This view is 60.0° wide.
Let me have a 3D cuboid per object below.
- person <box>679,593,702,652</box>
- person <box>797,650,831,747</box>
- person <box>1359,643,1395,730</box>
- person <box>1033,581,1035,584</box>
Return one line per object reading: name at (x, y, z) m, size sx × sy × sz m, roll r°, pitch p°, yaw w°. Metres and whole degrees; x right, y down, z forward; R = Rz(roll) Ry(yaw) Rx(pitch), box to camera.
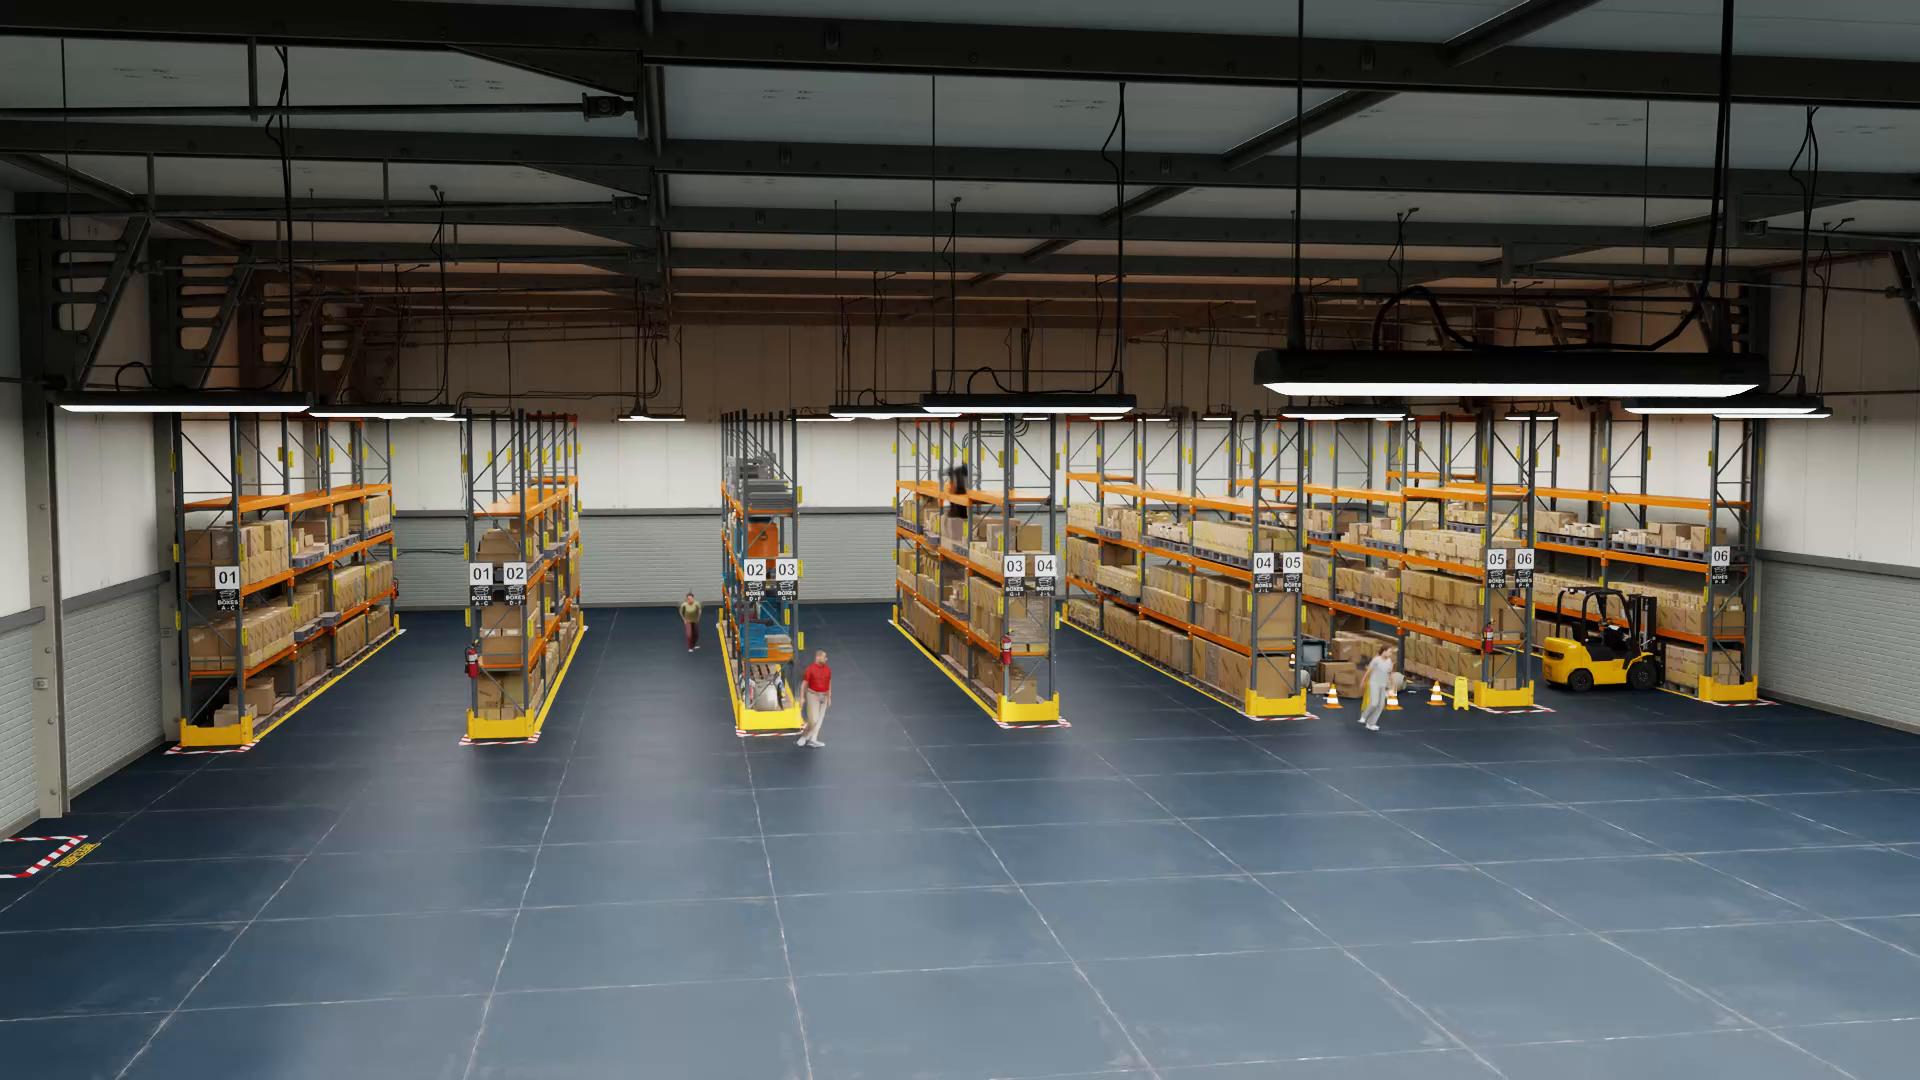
person at (-6.759, 2.051, 41.747) m, size 0.626 × 1.528 × 0.824 m, roll -2°, pitch 5°, yaw -28°
person at (-2.556, 2.805, 29.376) m, size 0.644 × 1.721 × 0.447 m, roll -4°, pitch 6°, yaw -44°
person at (7.802, 2.739, 31.159) m, size 0.591 × 1.634 × 0.537 m, roll -2°, pitch 5°, yaw -28°
person at (2.275, 1.454, 49.176) m, size 0.558 × 1.720 × 0.798 m, roll -3°, pitch 5°, yaw -37°
